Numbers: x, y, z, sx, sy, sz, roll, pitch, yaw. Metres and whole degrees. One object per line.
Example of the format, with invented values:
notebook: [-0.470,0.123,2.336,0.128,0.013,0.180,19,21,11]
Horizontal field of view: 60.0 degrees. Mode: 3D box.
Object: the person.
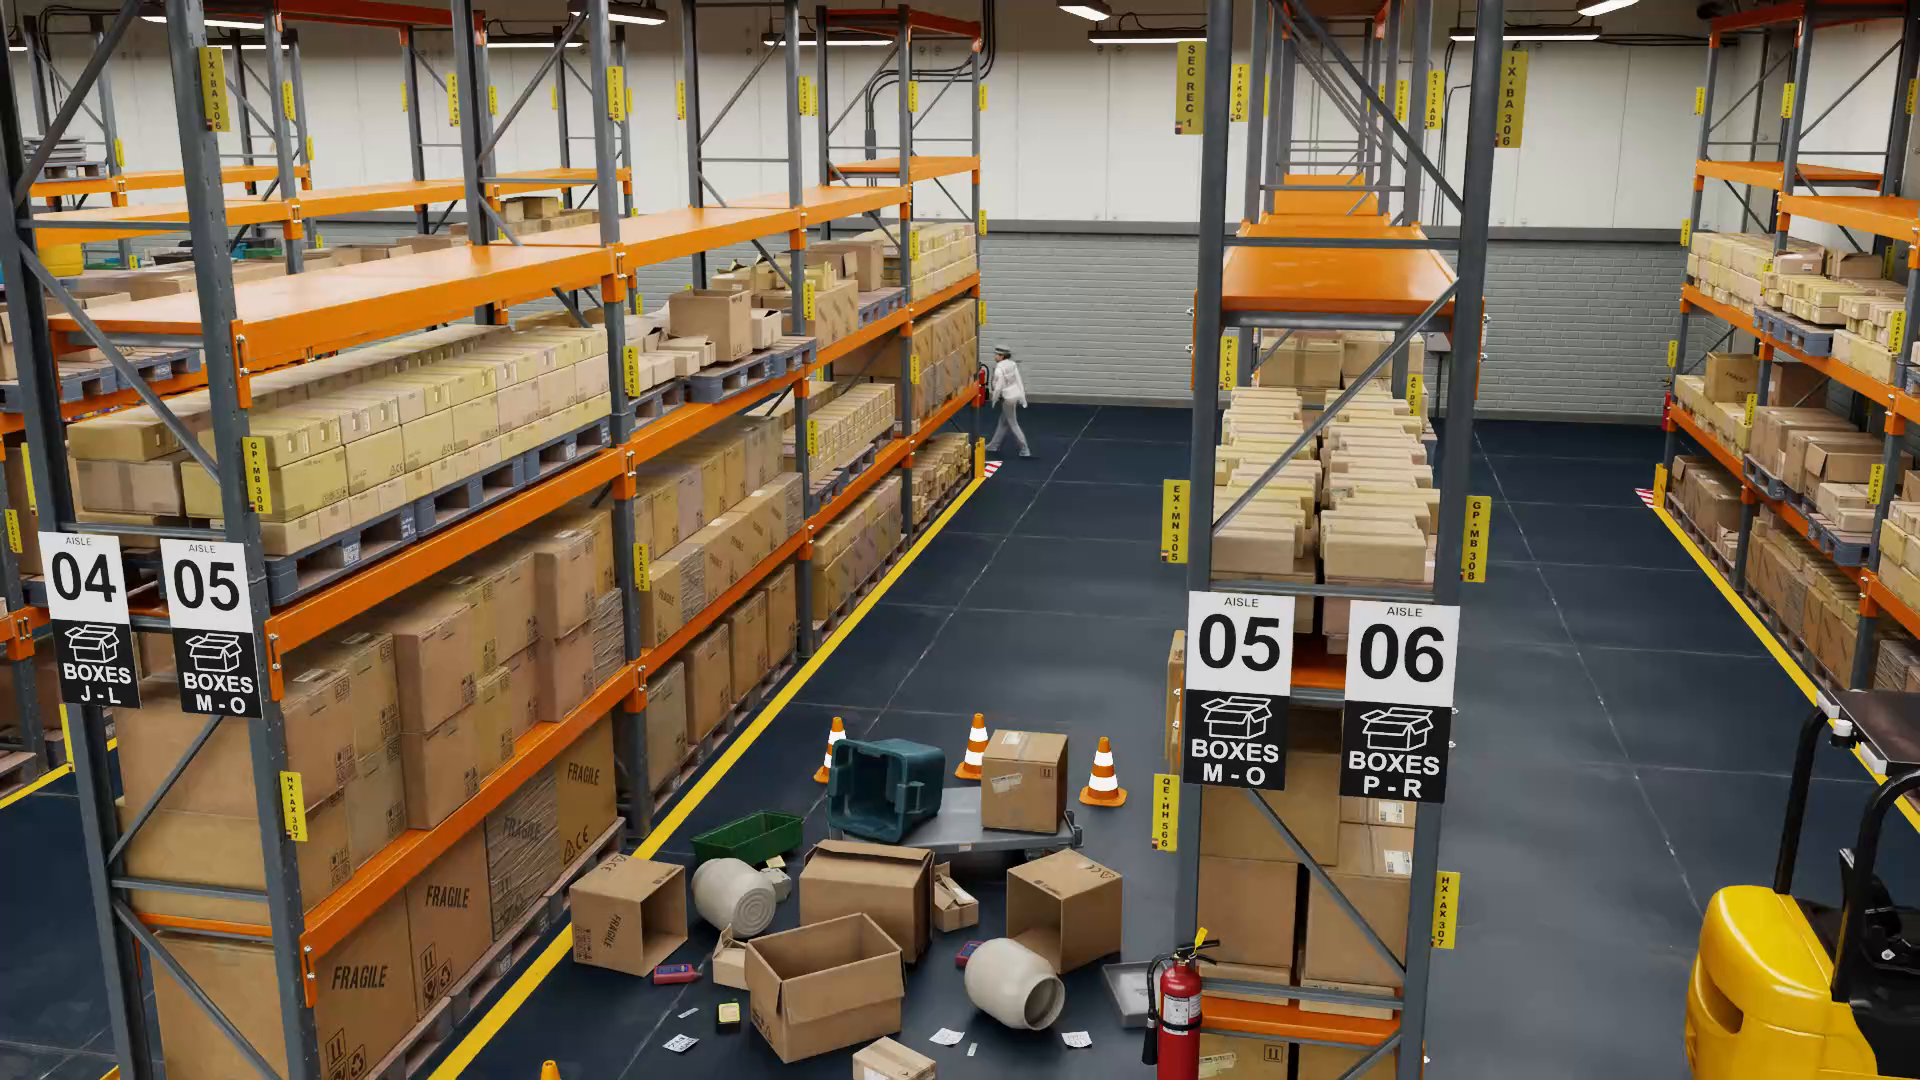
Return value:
person: [1.927,-1.362,16.893,9.744,2.370,22.327,9,17,30]
